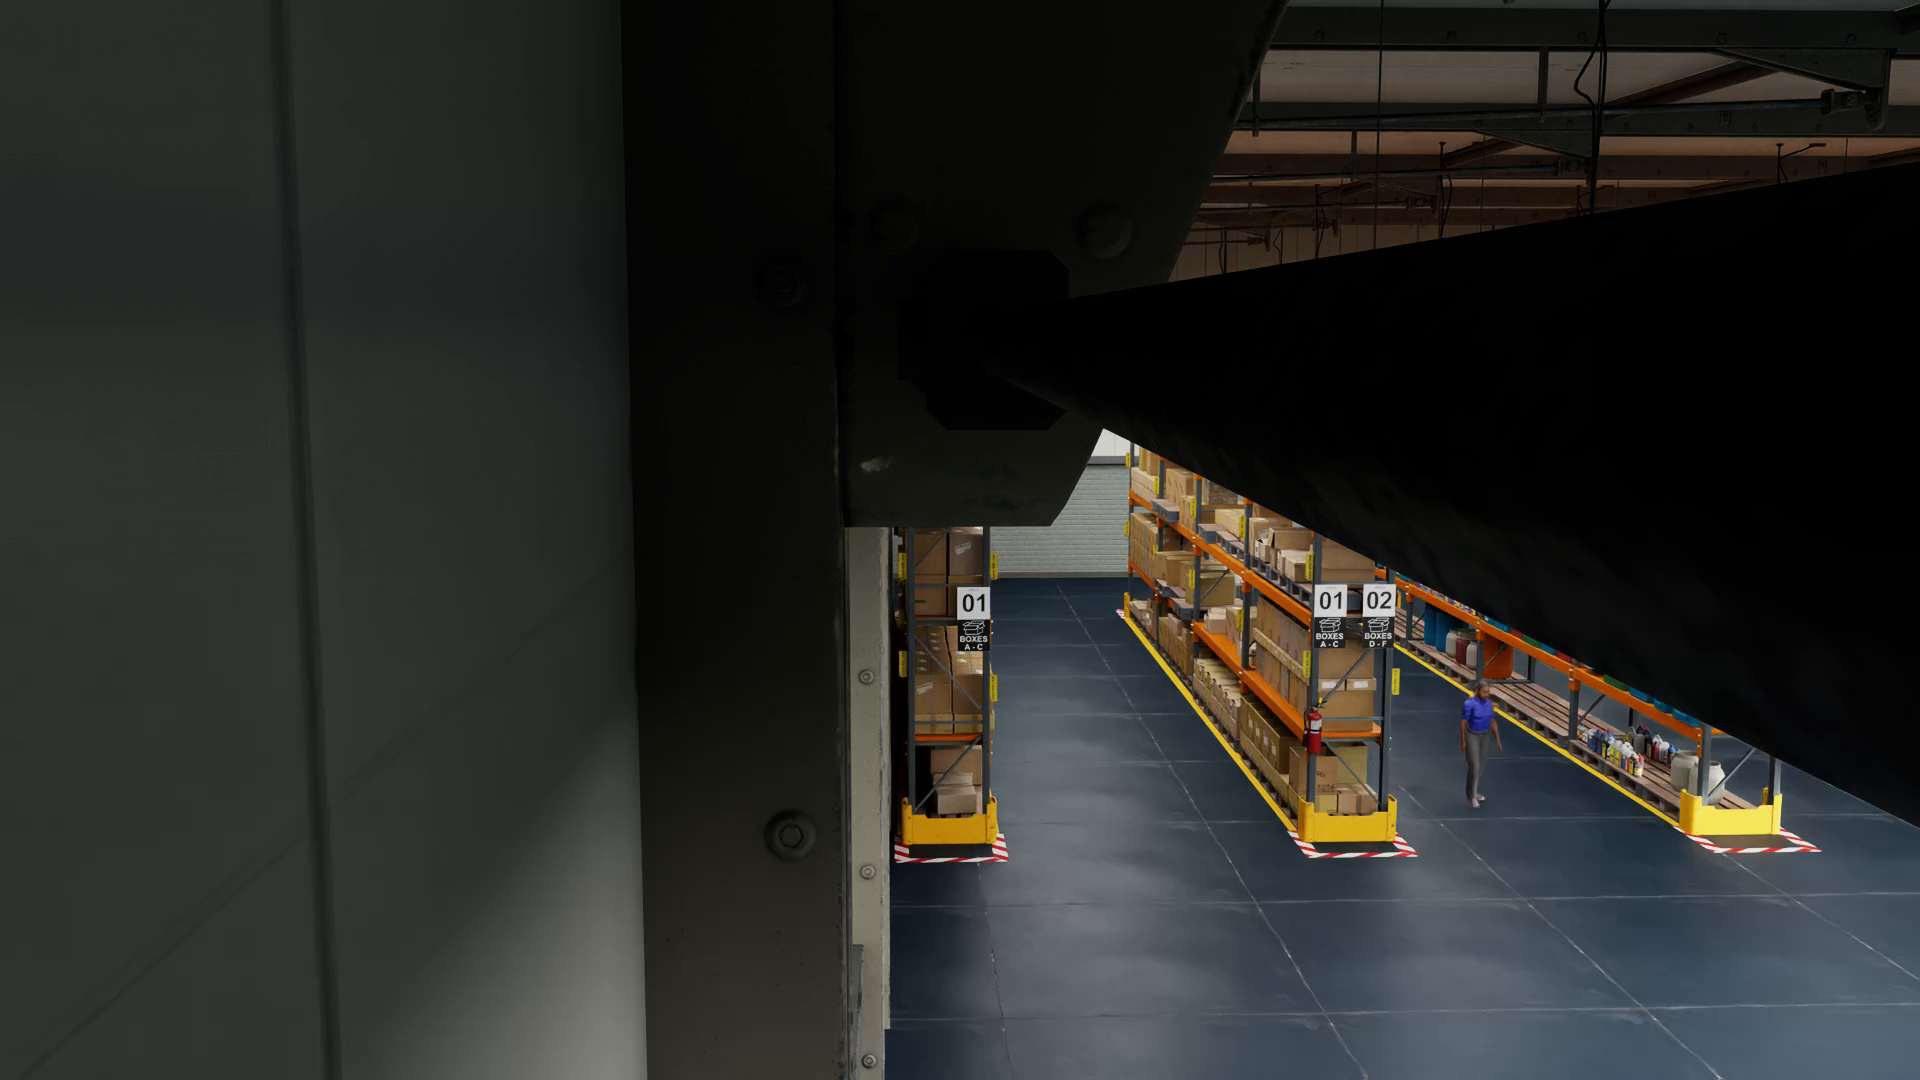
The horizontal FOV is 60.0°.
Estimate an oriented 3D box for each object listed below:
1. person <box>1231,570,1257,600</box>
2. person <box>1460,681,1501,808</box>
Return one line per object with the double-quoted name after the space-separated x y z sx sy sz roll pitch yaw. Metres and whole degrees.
6.081 0.922 35.583 0.656 1.714 1.093 -1 7 -5 "person"
6.901 2.707 22.142 0.498 1.725 0.482 -3 8 -22 "person"
